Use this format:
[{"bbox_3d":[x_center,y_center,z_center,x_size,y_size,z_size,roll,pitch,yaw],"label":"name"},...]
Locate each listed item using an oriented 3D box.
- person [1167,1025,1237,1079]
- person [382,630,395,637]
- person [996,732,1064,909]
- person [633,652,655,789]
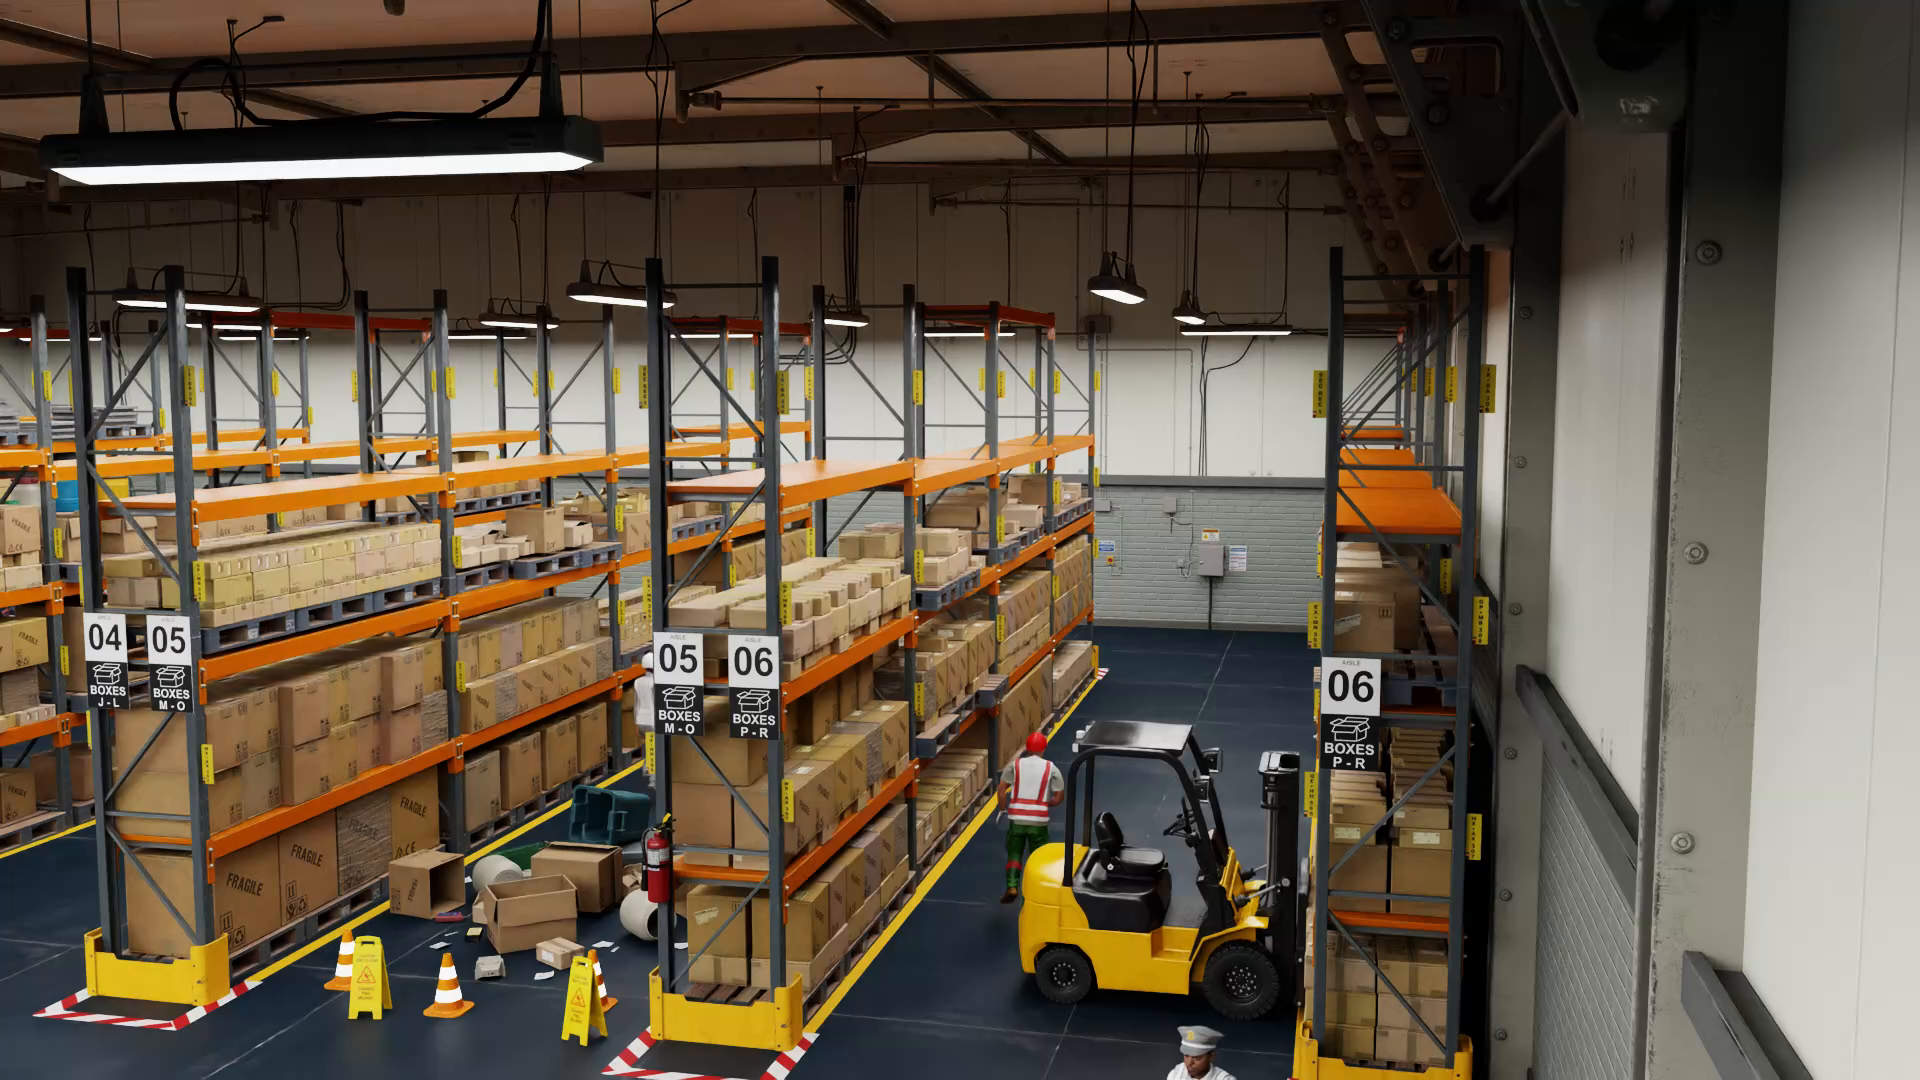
[{"bbox_3d":[1.285,3.427,8.980,0.491,1.627,0.908,4,7,37],"label":"person"},{"bbox_3d":[-7.905,2.023,23.223,0.571,1.631,0.537,0,6,4],"label":"person"},{"bbox_3d":[0.667,2.712,16.086,0.659,1.682,0.793,2,6,15],"label":"person"},{"bbox_3d":[-3.721,2.209,20.170,0.579,1.691,0.565,2,6,23],"label":"person"}]
